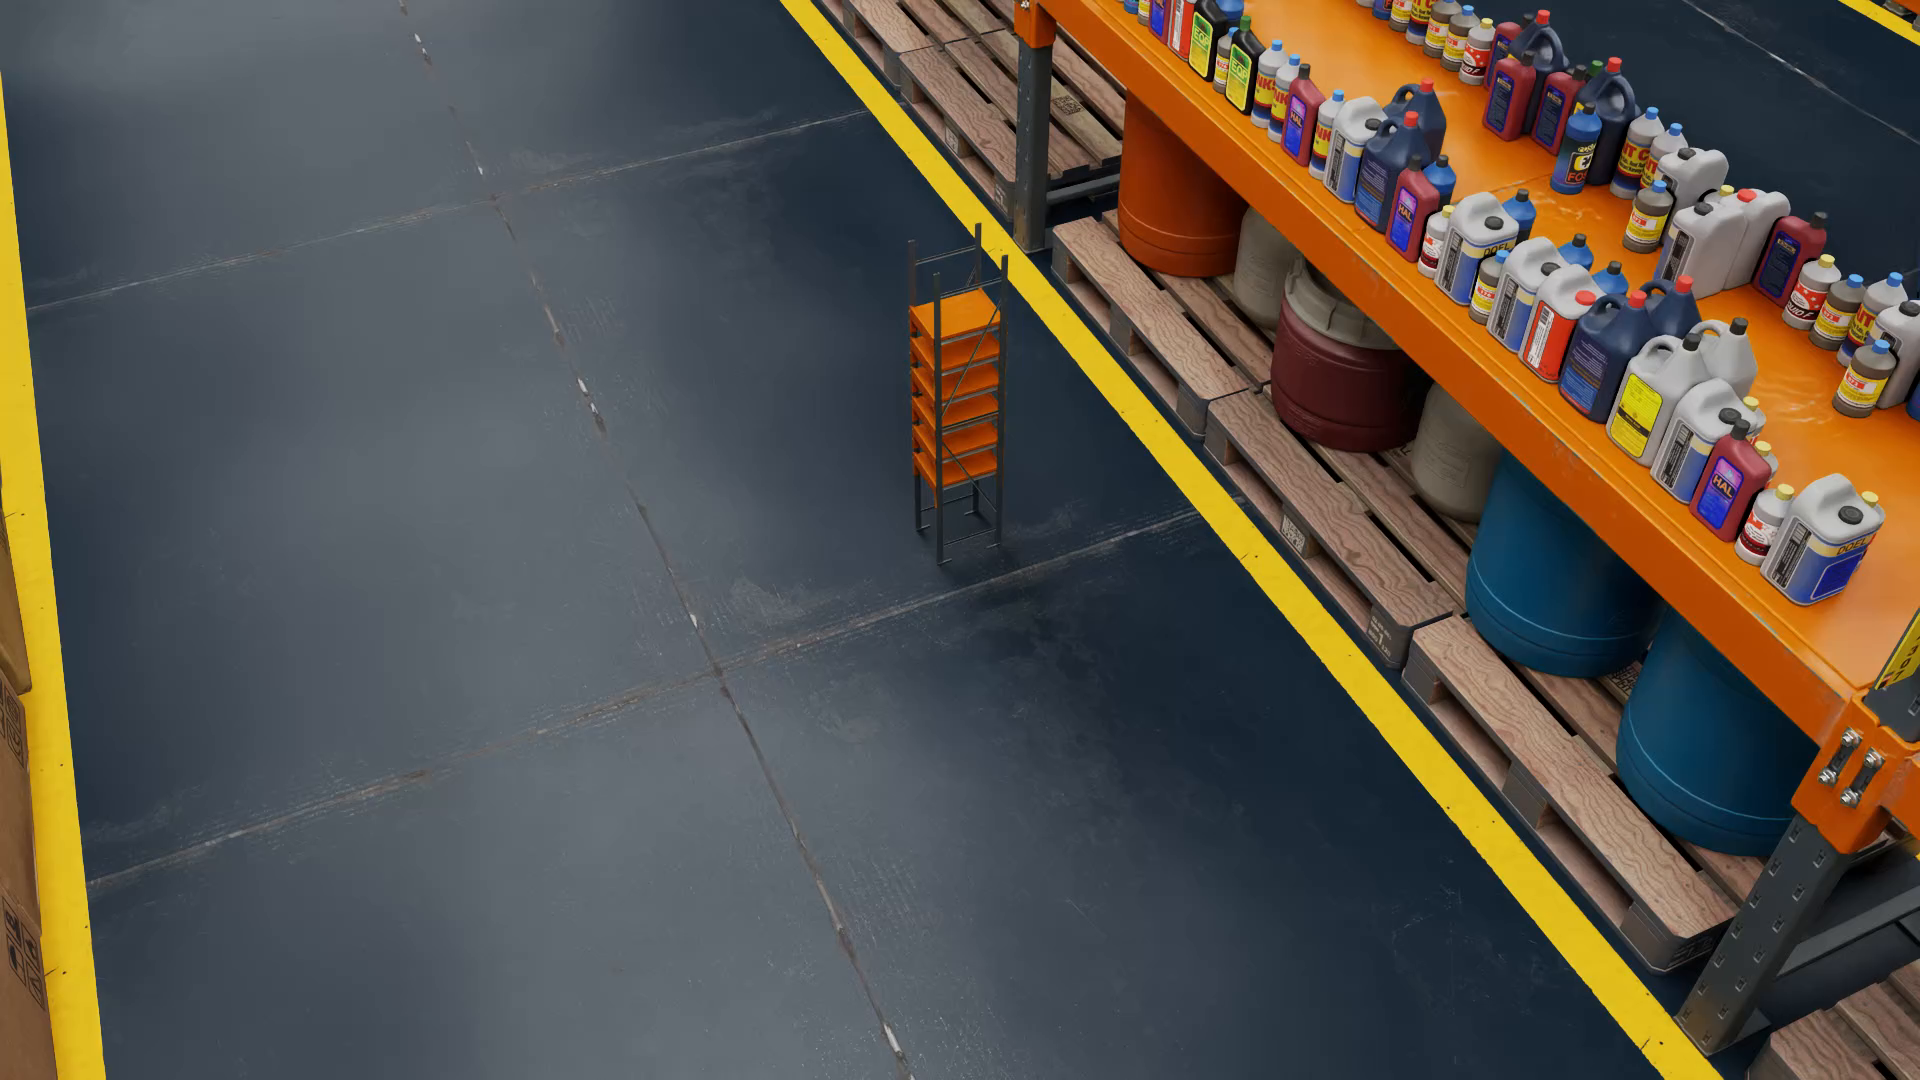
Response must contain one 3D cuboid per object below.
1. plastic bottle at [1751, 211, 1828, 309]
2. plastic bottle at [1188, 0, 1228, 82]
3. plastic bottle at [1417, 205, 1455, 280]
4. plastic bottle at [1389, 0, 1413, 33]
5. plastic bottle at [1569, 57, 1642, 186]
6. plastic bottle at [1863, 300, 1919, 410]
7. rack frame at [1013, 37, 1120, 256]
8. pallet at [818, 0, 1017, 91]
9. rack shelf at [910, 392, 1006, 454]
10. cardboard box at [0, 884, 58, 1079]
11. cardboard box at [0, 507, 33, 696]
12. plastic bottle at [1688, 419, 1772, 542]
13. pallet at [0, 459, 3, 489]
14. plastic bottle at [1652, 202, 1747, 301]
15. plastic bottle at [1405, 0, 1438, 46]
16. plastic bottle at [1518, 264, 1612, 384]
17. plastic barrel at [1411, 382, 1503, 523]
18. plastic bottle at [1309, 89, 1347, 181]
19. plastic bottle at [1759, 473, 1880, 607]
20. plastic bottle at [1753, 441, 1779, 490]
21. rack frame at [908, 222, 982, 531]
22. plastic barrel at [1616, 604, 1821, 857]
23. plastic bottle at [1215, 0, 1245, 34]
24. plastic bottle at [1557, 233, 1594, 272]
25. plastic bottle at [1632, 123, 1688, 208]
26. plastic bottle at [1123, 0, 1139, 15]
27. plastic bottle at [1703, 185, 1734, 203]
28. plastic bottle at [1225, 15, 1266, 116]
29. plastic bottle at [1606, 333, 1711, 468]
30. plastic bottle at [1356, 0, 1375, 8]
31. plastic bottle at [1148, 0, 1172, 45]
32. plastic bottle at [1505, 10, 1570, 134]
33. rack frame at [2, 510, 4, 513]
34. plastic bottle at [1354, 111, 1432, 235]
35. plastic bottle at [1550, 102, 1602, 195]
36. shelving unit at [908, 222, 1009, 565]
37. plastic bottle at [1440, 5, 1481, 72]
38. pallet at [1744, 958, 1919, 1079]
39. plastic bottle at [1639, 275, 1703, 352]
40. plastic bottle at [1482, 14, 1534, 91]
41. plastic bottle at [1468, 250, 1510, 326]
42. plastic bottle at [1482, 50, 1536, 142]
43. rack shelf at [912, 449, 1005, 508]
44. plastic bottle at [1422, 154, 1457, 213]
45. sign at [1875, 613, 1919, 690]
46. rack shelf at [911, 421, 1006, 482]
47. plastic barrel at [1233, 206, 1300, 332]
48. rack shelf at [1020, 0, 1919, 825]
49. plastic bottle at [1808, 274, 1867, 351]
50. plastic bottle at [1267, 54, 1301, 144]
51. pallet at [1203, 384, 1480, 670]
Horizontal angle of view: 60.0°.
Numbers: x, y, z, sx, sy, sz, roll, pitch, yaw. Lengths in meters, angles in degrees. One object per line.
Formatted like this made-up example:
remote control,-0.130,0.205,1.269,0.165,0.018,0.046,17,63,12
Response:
plastic bottle,2.244,-0.776,4.484,0.061,0.283,0.133,-18,47,-17
plastic bottle,0.801,-1.634,5.354,0.061,0.283,0.133,-18,47,-17
plastic bottle,1.332,-0.830,4.597,0.097,0.201,0.097,0,45,0
plastic bottle,1.512,-1.826,5.606,0.097,0.201,0.097,0,45,0
plastic bottle,1.904,-1.246,4.913,0.144,0.351,0.185,-18,47,-17
plastic bottle,2.382,-0.488,4.197,0.152,0.276,0.135,-18,47,-17
rack frame,0.703,-2.441,6.088,1.000,3.000,0.127,-18,47,-17
pallet,-0.097,-2.730,8.366,1.003,0.211,1.213,-18,47,-17
rack shelf,-0.006,-0.405,5.369,0.258,0.103,0.180,-18,47,-17
cardboard box,-2.773,1.207,3.605,1.225,0.875,0.875,-20,48,-19
cardboard box,-3.520,0.075,4.752,1.225,0.875,0.875,-20,48,-19
plastic bottle,1.787,-0.140,3.839,0.061,0.283,0.133,-18,47,-17
pallet,-4.118,-0.484,6.090,1.003,0.211,1.213,-18,47,-17
plastic bottle,2.009,-0.800,4.514,0.152,0.276,0.135,-18,47,-17
plastic bottle,1.553,-1.789,5.519,0.097,0.271,0.097,0,45,0
plastic bottle,1.560,-0.557,4.268,0.152,0.276,0.135,-18,47,-17
plastic barrel,1.717,-0.345,5.436,0.421,0.512,0.421,0,45,0
plastic bottle,1.101,-1.206,4.928,0.097,0.271,0.097,0,45,0
plastic bottle,1.926,-0.003,3.706,0.152,0.276,0.135,-18,47,-17
plastic bottle,1.851,-0.145,3.903,0.097,0.201,0.097,0,45,0
rack frame,-0.045,-0.495,5.397,0.240,1.200,0.006,-18,47,-17
plastic barrel,2.172,0.354,4.451,0.600,0.901,0.708,-18,47,-17
plastic bottle,0.865,-1.665,5.393,0.097,0.271,0.097,0,45,0
plastic bottle,1.609,-0.690,4.405,0.097,0.271,0.097,0,45,0
plastic bottle,2.025,-1.073,4.794,0.097,0.271,0.097,0,45,0
plastic bottle,0.616,-1.942,5.674,0.097,0.271,0.097,0,45,0
plastic bottle,2.123,-0.900,4.668,0.097,0.201,0.097,0,45,0
plastic bottle,0.898,-1.487,5.205,0.061,0.283,0.133,-18,47,-17
plastic bottle,1.701,-0.363,4.018,0.144,0.351,0.185,-18,47,-17
plastic bottle,1.430,-1.950,5.732,0.097,0.201,0.097,0,45,0
plastic bottle,0.688,-1.805,5.527,0.061,0.283,0.133,-18,47,-17
plastic bottle,1.770,-1.449,5.118,0.144,0.351,0.185,-18,47,-17
rack frame,-3.791,-0.978,4.605,1.000,3.000,0.127,-18,47,-17
plastic bottle,1.238,-1.065,4.729,0.144,0.351,0.185,-18,47,-17
plastic bottle,1.812,-1.155,4.876,0.097,0.271,0.097,0,45,0
shelving unit,-0.006,-0.436,5.338,0.258,1.200,0.189,-18,47,-17
plastic bottle,1.635,-1.640,5.418,0.097,0.201,0.097,0,45,0
pallet,2.729,1.558,4.021,1.003,0.211,1.213,-18,47,-17
plastic bottle,1.755,-0.524,4.180,0.144,0.351,0.185,-18,47,-17
plastic bottle,1.741,-1.539,5.257,0.061,0.283,0.133,-18,47,-17
plastic bottle,1.430,-0.682,4.447,0.097,0.201,0.097,0,45,0
plastic bottle,1.688,-1.379,5.095,0.061,0.283,0.133,-18,47,-17
rack shelf,-0.006,-0.234,5.538,0.258,0.103,0.180,-18,47,-17
plastic bottle,1.332,-0.958,4.677,0.097,0.271,0.097,0,45,0
sign,1.885,0.171,3.244,0.100,0.325,0.005,-18,47,-17
rack shelf,-0.006,-0.319,5.453,0.258,0.103,0.180,-18,47,-17
plastic barrel,1.243,-1.064,6.165,0.421,0.512,0.421,0,45,0
rack shelf,1.544,-0.910,5.049,1.077,0.370,4.000,-18,47,-17
plastic bottle,2.317,-0.606,4.370,0.097,0.201,0.097,0,45,0
plastic bottle,1.004,-1.353,5.077,0.097,0.271,0.097,0,45,0
pallet,1.581,-0.182,5.784,1.003,0.211,1.213,-18,47,-17
